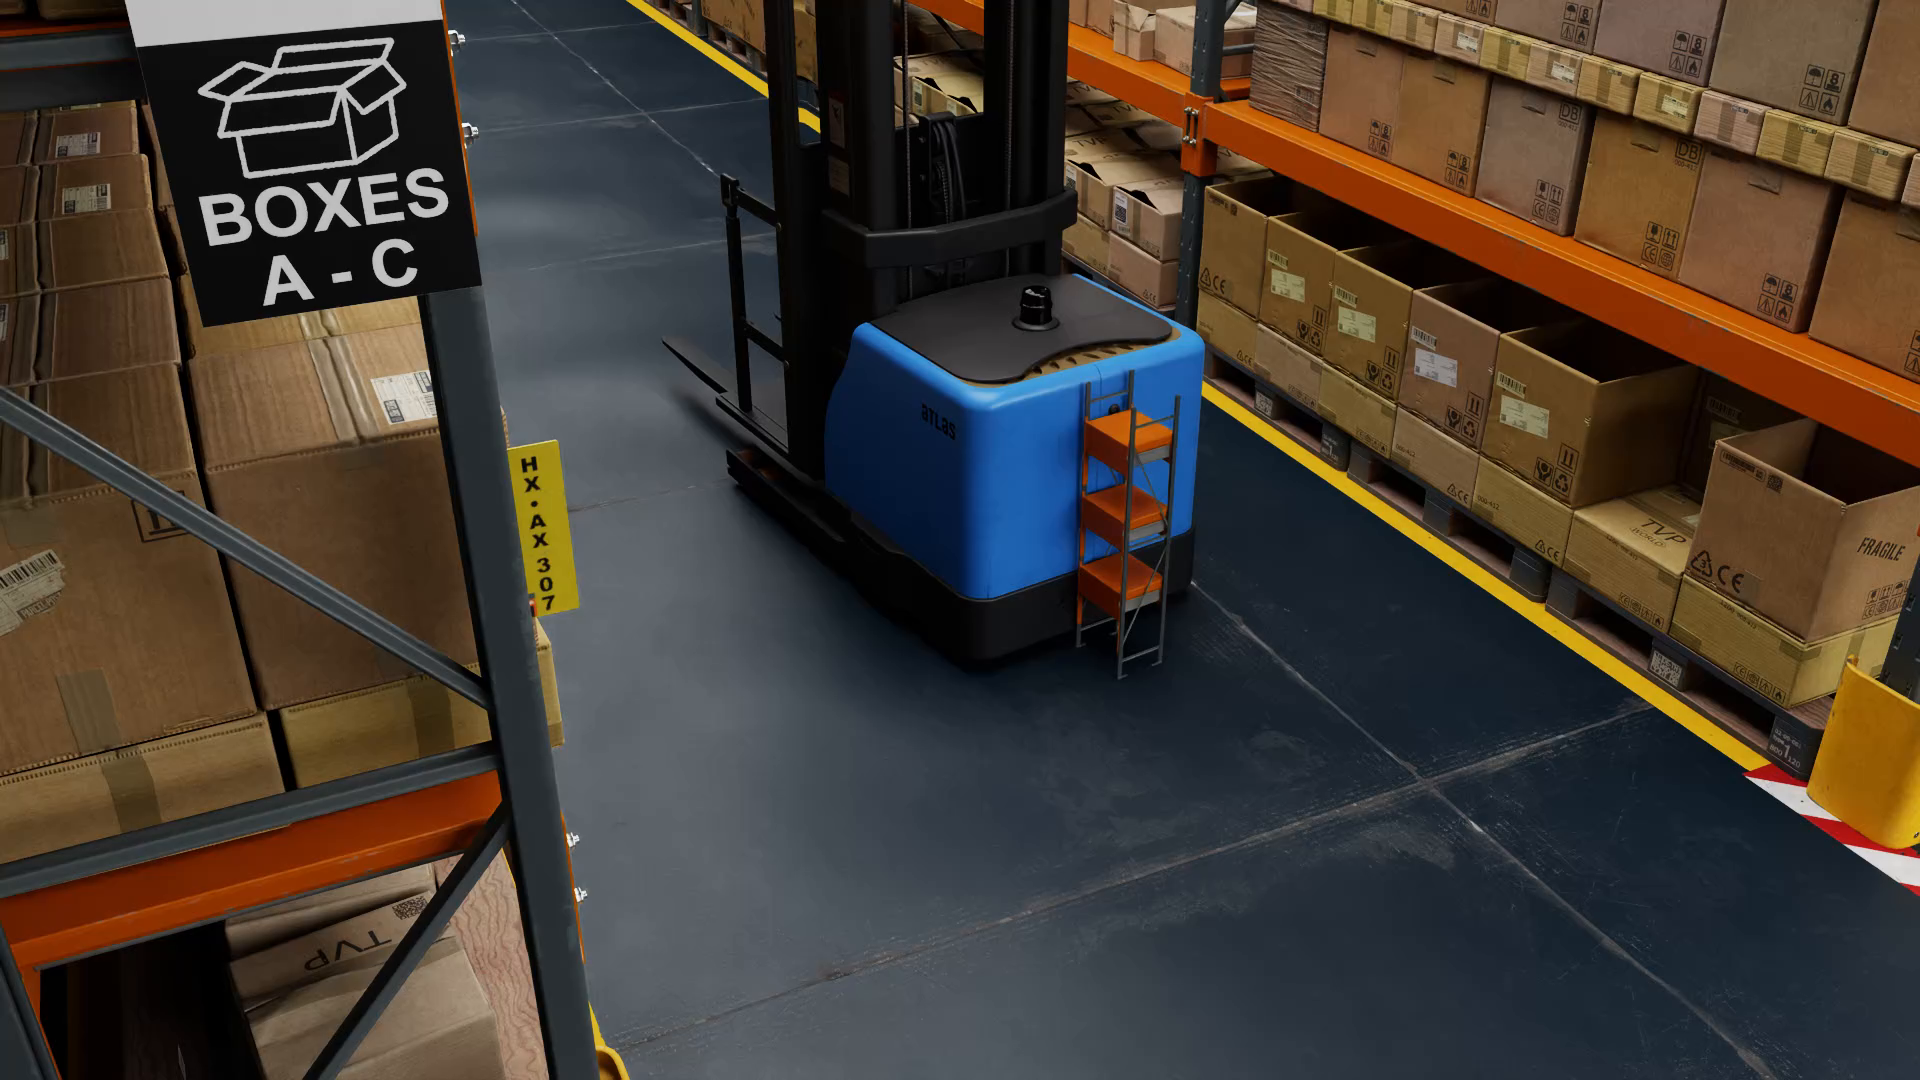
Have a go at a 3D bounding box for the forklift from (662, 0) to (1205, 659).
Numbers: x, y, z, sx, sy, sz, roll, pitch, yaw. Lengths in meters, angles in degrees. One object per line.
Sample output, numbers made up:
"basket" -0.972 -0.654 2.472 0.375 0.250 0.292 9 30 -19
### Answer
"forklift" -0.341 -1.536 6.492 1.130 2.935 3.031 -18 34 -28

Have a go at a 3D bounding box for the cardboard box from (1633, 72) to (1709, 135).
"cardboard box" 2.490 -1.475 5.549 0.380 0.149 0.250 -12 31 -20

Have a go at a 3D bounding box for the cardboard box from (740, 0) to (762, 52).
"cardboard box" -1.448 -4.246 13.362 0.500 0.500 0.500 -13 32 -21

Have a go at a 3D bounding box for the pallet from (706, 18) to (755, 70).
"pallet" -1.499 -4.297 14.198 1.003 0.211 1.213 -13 32 -22

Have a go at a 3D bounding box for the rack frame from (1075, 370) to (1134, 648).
"rack frame" 0.505 -0.092 5.840 0.200 1.050 0.008 -18 34 -28

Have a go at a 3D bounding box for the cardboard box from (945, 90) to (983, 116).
"cardboard box" 0.244 -2.578 10.088 0.500 0.311 0.500 -14 32 -23

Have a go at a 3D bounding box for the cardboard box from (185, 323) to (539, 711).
"cardboard box" -1.137 -0.067 3.169 0.500 0.500 0.500 -13 32 -22

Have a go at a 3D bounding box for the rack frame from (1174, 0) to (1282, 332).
"rack frame" 1.552 -2.331 7.840 1.000 3.000 0.127 -13 32 -22

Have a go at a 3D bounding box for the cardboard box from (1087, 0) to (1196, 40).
"cardboard box" 1.011 -2.950 8.842 0.500 0.500 0.500 -11 31 -18

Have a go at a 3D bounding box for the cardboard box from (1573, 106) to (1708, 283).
"cardboard box" 2.642 -1.268 5.843 0.700 0.500 0.500 -13 32 -22

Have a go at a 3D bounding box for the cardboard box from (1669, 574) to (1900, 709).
"cardboard box" 2.772 0.277 5.571 0.500 0.250 0.500 -13 32 -22

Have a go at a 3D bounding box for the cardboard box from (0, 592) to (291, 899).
"cardboard box" -1.579 0.368 3.159 0.500 0.250 0.500 -13 32 -21

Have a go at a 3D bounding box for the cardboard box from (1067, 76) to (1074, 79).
"cardboard box" 0.511 -2.919 10.697 0.500 0.311 0.500 -14 32 -23

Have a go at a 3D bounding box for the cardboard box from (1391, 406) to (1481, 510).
"cardboard box" 2.117 -0.383 6.748 0.500 0.250 0.500 -13 32 -22

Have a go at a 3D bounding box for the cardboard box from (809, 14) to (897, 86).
"cardboard box" -0.779 -3.564 12.144 0.500 0.500 0.500 -12 31 -20

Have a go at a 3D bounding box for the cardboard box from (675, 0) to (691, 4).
"cardboard box" -2.383 -5.159 14.989 0.500 0.500 0.500 -13 32 -22

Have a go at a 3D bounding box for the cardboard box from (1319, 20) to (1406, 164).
"cardboard box" 1.980 -1.948 7.056 0.700 0.500 0.500 -13 32 -22

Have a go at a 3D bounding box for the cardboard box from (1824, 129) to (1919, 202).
"cardboard box" 2.819 -1.135 4.942 0.380 0.149 0.250 -12 32 -21

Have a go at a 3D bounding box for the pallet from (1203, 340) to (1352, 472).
"pallet" 1.855 -0.755 7.880 1.003 0.211 1.213 -13 32 -22

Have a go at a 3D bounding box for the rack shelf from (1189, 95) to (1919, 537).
"rack shelf" 2.410 -1.134 6.441 1.077 0.370 4.000 -13 32 -22

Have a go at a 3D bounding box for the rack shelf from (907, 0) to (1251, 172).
"rack shelf" 0.693 -2.901 9.592 1.077 0.370 4.000 -13 32 -22

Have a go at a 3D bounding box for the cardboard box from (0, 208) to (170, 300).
"cardboard box" -2.031 -0.408 3.778 0.500 0.500 0.500 -14 32 -23

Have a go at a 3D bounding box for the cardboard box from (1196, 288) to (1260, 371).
"cardboard box" 1.477 -1.047 7.931 0.500 0.250 0.500 -13 32 -22

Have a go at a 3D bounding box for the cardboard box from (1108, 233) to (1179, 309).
"cardboard box" 1.112 -1.437 8.628 0.500 0.250 0.500 -13 32 -22

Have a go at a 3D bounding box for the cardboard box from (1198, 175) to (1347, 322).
"cardboard box" 1.468 -1.372 7.744 0.500 0.500 0.500 -13 32 -22

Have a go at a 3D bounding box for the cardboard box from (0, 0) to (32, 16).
"cardboard box" -1.611 -1.014 2.302 0.500 0.500 0.500 -11 31 -18

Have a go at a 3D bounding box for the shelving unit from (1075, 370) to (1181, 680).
"shelving unit" 0.571 -0.042 5.751 0.215 1.050 0.252 -18 34 -28

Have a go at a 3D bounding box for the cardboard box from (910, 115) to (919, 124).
"cardboard box" 0.011 -2.567 10.643 0.500 0.250 0.500 -14 32 -23

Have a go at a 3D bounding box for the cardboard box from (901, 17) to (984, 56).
"cardboard box" -0.103 -3.461 11.961 0.500 0.500 0.500 -12 31 -20

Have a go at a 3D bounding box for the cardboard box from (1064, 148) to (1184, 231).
"cardboard box" 0.890 -1.907 8.892 0.500 0.311 0.500 -12 32 -21

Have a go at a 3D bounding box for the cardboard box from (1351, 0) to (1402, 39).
"cardboard box" 1.826 -2.158 6.767 0.380 0.149 0.250 -13 32 -22

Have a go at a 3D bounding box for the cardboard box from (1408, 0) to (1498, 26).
"cardboard box" 2.180 -2.302 6.359 0.700 0.500 0.500 -13 32 -22

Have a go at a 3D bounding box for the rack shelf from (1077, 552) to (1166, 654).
"rack shelf" 0.571 0.210 5.892 0.215 0.259 0.240 -18 34 -28

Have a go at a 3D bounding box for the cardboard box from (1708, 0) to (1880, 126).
"cardboard box" 2.827 -1.637 5.174 0.700 0.500 0.500 -14 32 -23

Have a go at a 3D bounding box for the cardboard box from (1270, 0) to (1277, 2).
"cardboard box" 1.492 -2.498 7.373 0.380 0.149 0.250 -13 32 -22

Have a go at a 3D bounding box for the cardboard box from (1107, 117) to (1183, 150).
"cardboard box" 1.166 -2.245 9.495 0.500 0.311 0.500 -14 32 -24

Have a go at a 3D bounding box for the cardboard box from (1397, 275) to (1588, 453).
"cardboard box" 2.114 -0.709 6.563 0.500 0.500 0.500 -13 32 -22

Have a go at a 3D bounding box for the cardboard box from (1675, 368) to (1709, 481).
"cardboard box" 2.797 -0.597 6.364 0.500 0.500 0.500 -13 32 -22

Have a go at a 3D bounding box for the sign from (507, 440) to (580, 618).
"sign" -0.713 -0.014 2.823 0.100 0.325 0.005 -13 32 -22

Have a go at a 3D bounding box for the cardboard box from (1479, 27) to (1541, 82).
"cardboard box" 2.160 -1.815 6.154 0.380 0.149 0.250 -13 32 -22

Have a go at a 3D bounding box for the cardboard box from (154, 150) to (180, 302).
"cardboard box" -1.789 -0.742 4.373 0.500 0.500 0.500 -12 31 -20

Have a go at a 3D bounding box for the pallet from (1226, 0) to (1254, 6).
"pallet" 2.886 -5.338 16.053 1.003 0.211 1.213 -13 32 -22

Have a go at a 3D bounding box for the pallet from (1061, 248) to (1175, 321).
"pallet" 1.200 -1.432 9.088 1.003 0.211 1.213 -13 32 -22

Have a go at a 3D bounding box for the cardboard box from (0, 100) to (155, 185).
"cardboard box" -2.689 -1.079 4.974 0.500 0.500 0.500 -13 32 -22

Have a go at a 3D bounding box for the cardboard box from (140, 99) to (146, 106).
"cardboard box" -3.108 -1.757 6.264 0.700 0.500 0.500 -13 32 -22
